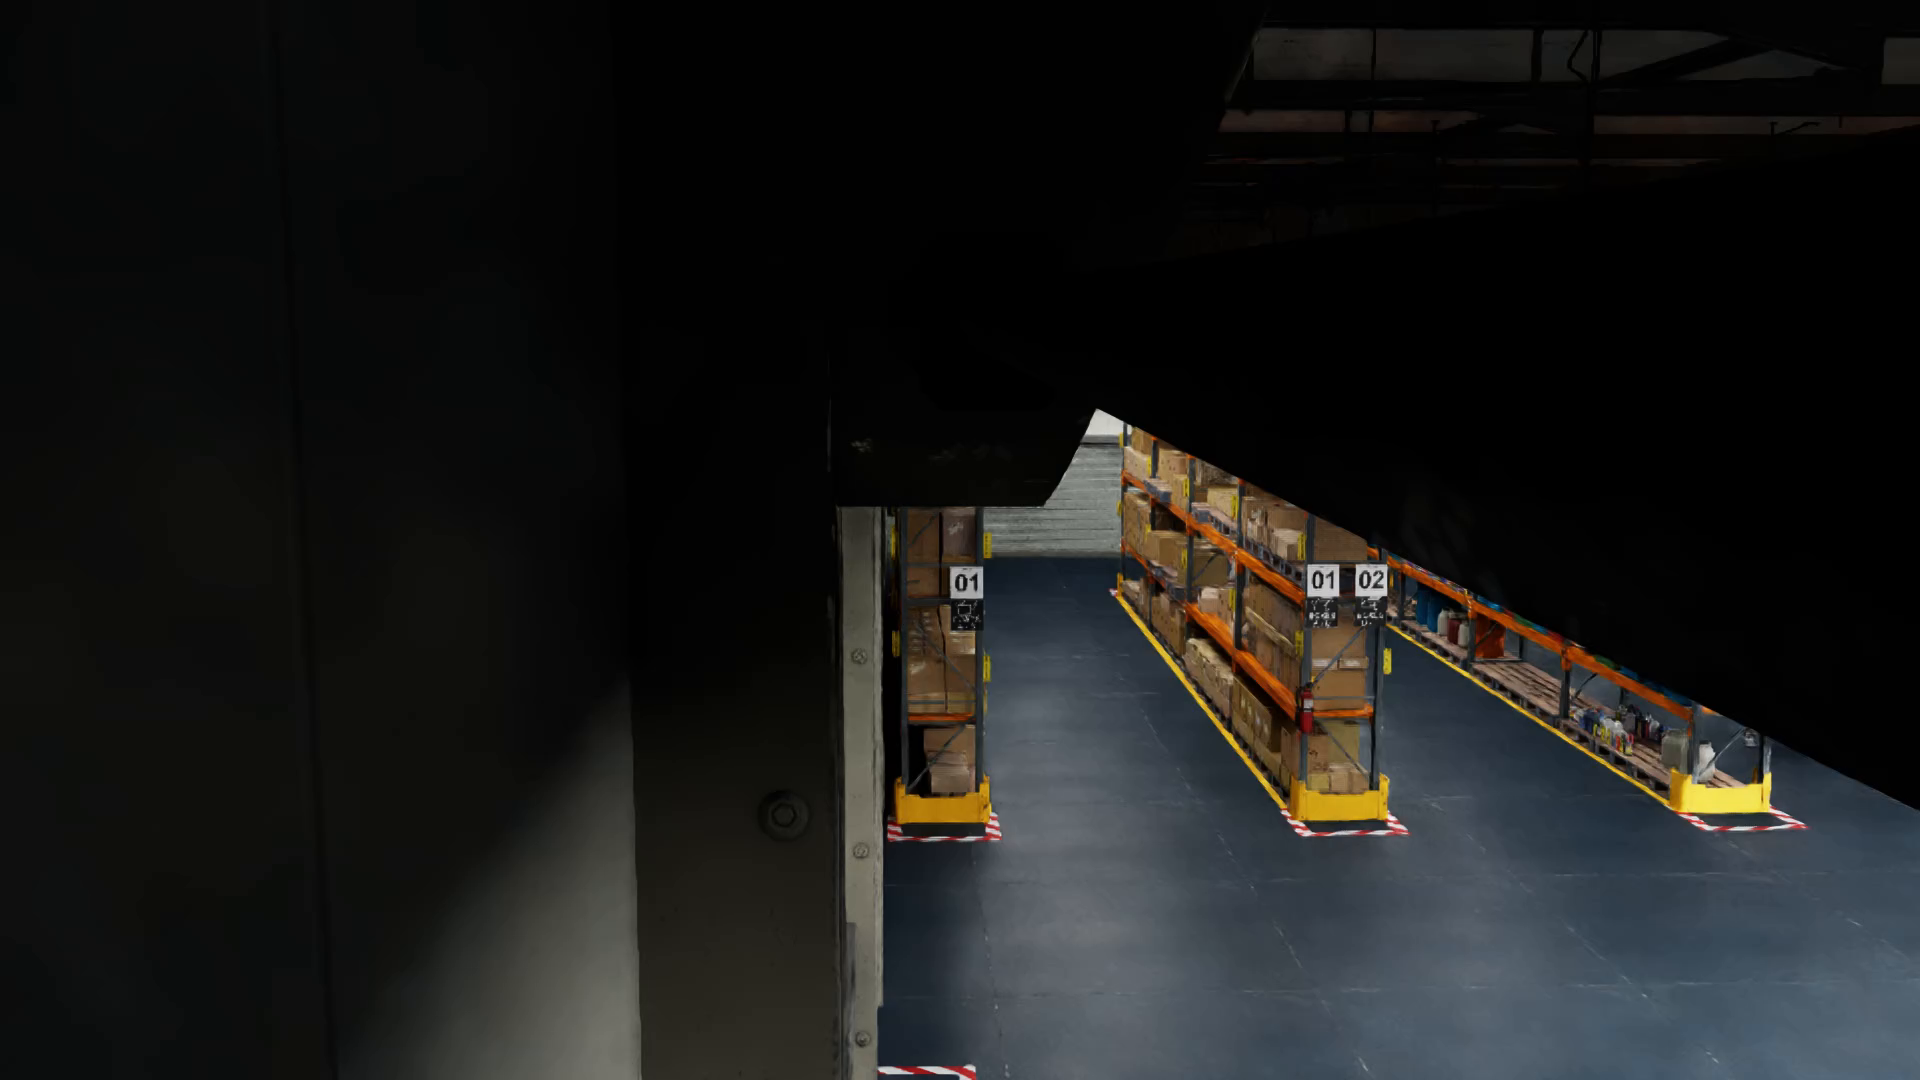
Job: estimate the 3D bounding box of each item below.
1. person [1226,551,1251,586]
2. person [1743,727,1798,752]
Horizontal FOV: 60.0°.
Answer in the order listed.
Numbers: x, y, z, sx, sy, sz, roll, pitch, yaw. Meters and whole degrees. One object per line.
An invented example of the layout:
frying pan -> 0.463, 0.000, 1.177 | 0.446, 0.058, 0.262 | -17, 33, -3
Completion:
person -> 6.120, 0.404, 36.227 | 0.682, 1.711, 0.528 | -1, 8, -4
person -> 11.684, 2.155, 23.697 | 0.701, 1.718, 0.849 | -3, 8, -19
